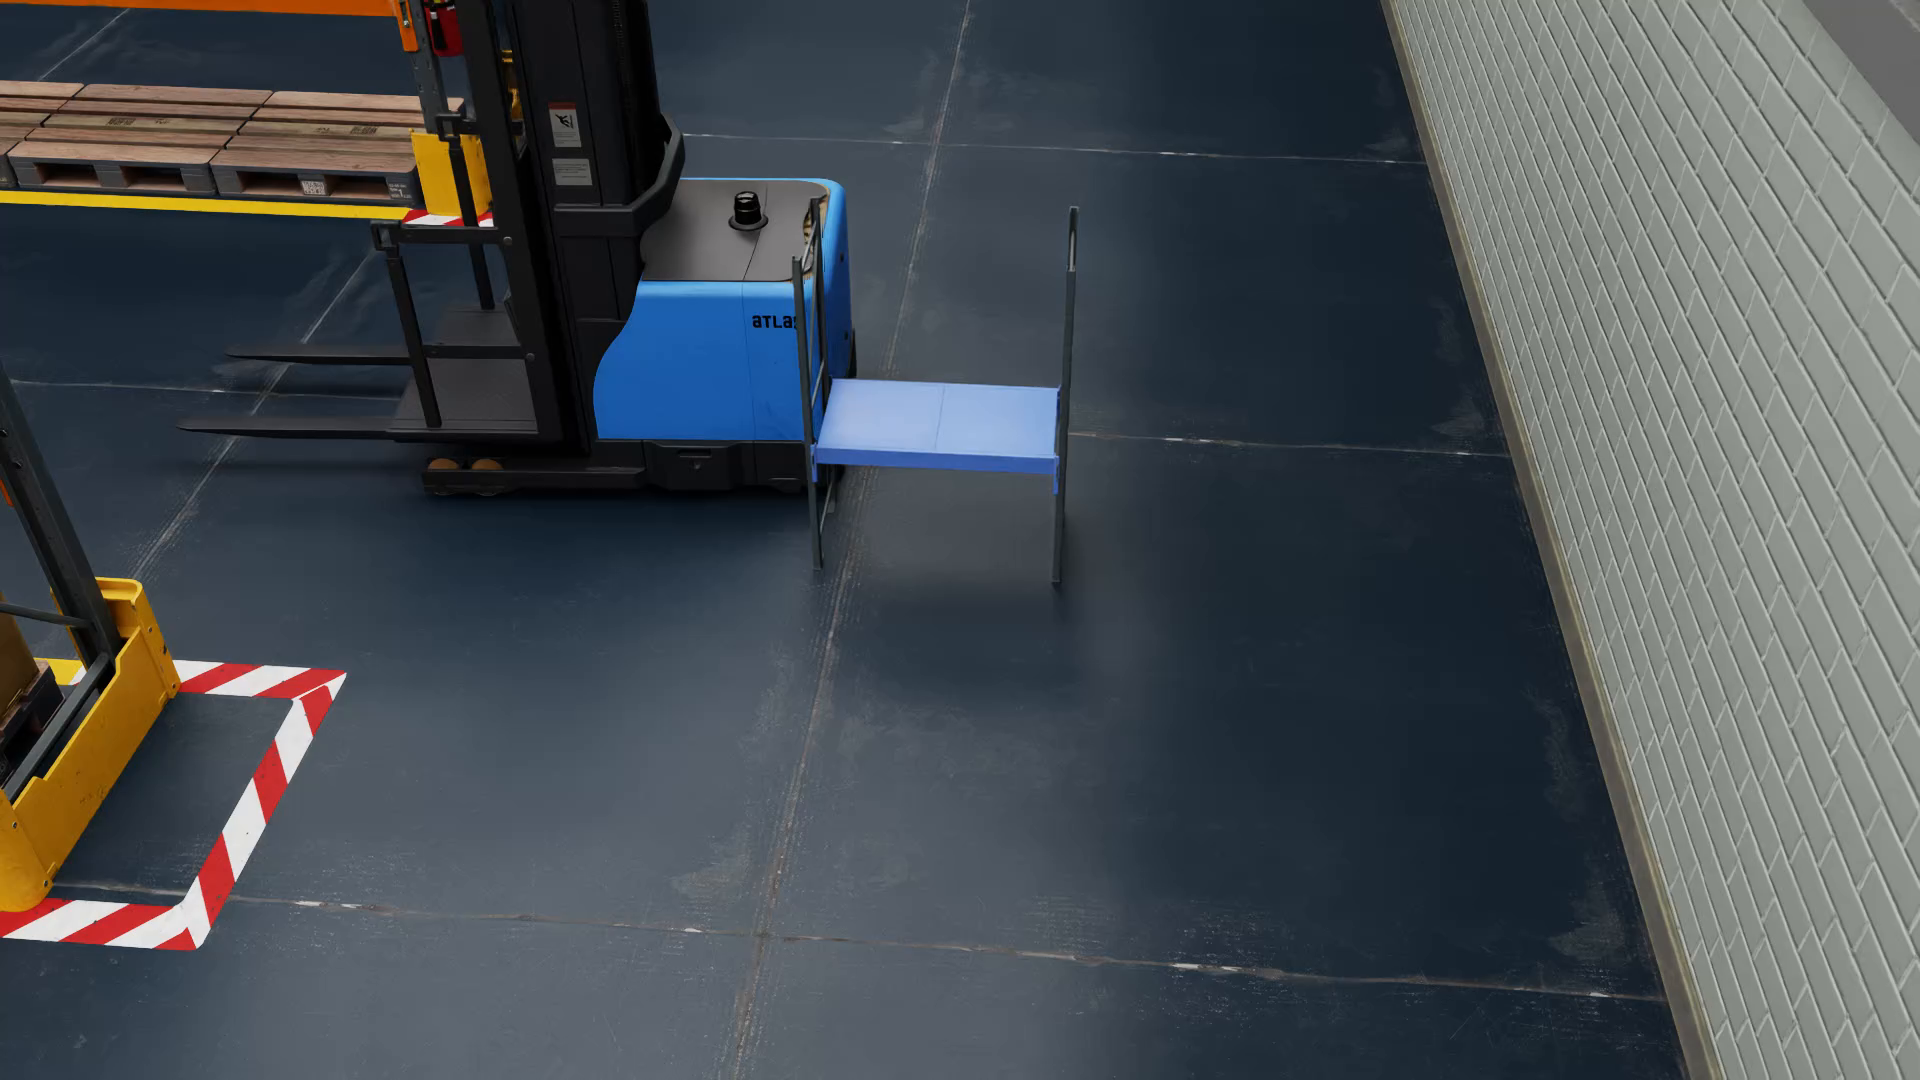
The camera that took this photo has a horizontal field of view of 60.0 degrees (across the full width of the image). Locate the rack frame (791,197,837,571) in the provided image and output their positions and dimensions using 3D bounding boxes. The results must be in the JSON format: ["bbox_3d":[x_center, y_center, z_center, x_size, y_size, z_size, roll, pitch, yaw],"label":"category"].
[{"bbox_3d":[-0.589,-0.608,6.809,0.032,1.500,0.500,3,39,4],"label":"rack frame"}]

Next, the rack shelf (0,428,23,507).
[{"bbox_3d":[-5.299,-0.095,5.561,4.000,0.370,1.077,3,39,4],"label":"rack shelf"}]

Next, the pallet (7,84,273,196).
[{"bbox_3d":[-4.909,-2.436,10.076,1.213,0.211,1.003,3,39,4],"label":"pallet"}]

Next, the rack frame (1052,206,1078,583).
[{"bbox_3d":[0.425,-0.558,6.747,0.032,1.500,0.500,3,39,4],"label":"rack frame"}]

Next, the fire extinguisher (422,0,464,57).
[{"bbox_3d":[-2.768,-2.912,8.808,0.183,0.674,0.296,3,39,4],"label":"fire extinguisher"}]

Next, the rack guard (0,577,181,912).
[{"bbox_3d":[-3.282,0.705,5.987,0.348,0.500,1.175,3,39,4],"label":"rack guard"}]

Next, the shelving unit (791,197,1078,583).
[{"bbox_3d":[-0.082,-0.583,6.778,1.048,1.500,0.538,3,39,4],"label":"shelving unit"}]

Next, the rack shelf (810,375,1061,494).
[{"bbox_3d":[-0.082,-0.444,6.892,1.000,0.185,0.538,3,39,4],"label":"rack shelf"}]

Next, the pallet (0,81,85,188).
[{"bbox_3d":[-6.128,-2.501,10.155,1.213,0.211,1.003,3,39,4],"label":"pallet"}]

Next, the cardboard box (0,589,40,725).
[{"bbox_3d":[-3.951,0.411,5.719,0.875,0.875,0.875,3,39,4],"label":"cardboard box"}]

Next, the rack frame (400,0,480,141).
[{"bbox_3d":[-2.879,-3.380,9.027,0.127,3.000,1.000,3,39,4],"label":"rack frame"}]

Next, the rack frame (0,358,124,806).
[{"bbox_3d":[-3.306,-0.265,5.200,0.127,3.000,1.000,3,39,4],"label":"rack frame"}]

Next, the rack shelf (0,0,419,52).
[{"bbox_3d":[-4.871,-3.210,9.388,4.000,0.370,1.077,3,39,4],"label":"rack shelf"}]

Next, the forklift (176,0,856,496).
[{"bbox_3d":[-2.031,-1.668,6.977,3.031,2.935,1.130,1,39,1],"label":"forklift"}]

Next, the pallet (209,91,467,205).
[{"bbox_3d":[-3.697,-2.368,9.992,1.213,0.211,1.003,3,39,4],"label":"pallet"}]

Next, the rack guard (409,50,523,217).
[{"bbox_3d":[-2.854,-2.418,9.824,0.348,0.500,1.175,3,39,4],"label":"rack guard"}]

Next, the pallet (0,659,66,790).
[{"bbox_3d":[-4.110,0.822,6.073,1.213,0.211,1.003,3,39,4],"label":"pallet"}]
